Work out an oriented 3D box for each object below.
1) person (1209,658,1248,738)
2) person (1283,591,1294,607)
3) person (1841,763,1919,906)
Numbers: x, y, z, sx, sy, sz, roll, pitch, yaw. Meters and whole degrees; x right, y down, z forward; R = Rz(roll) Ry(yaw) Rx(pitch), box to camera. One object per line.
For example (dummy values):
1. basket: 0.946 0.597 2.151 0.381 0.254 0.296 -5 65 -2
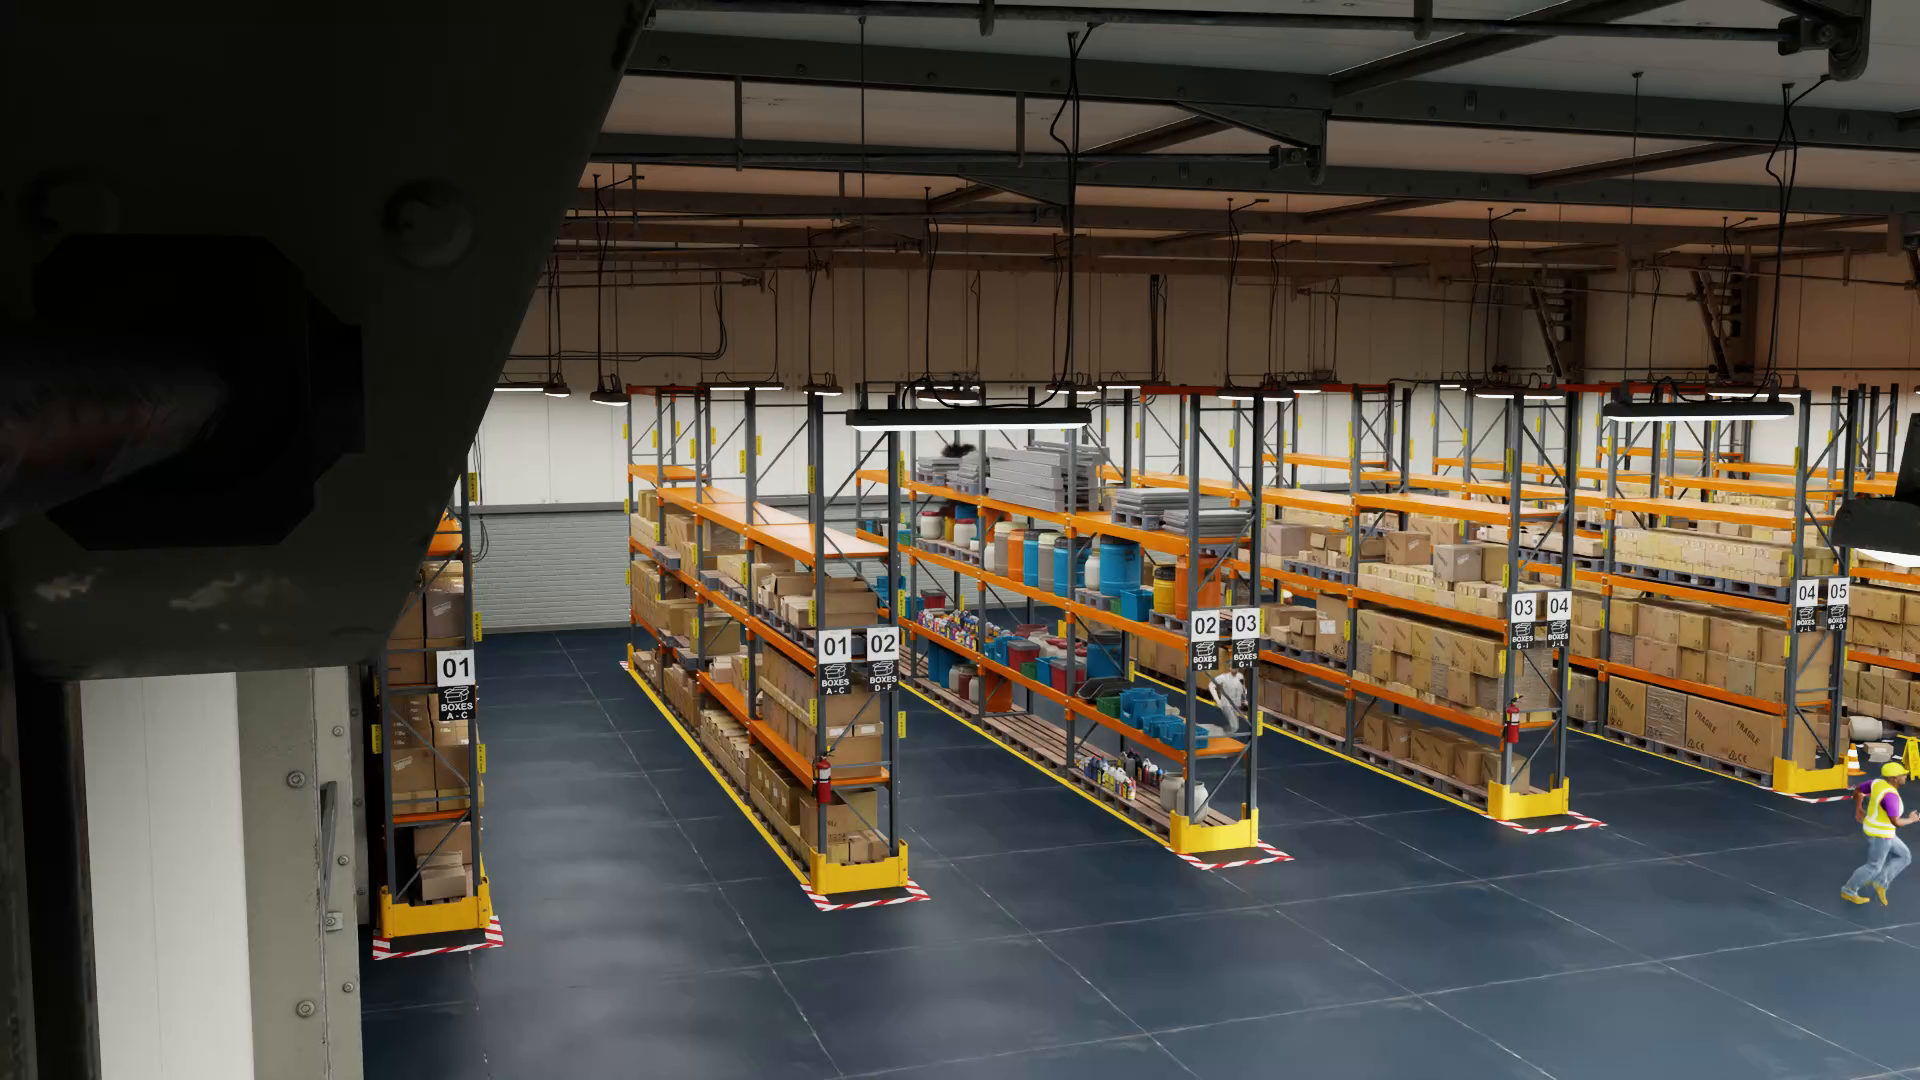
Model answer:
1. person: 4.402 2.707 27.002 0.607 1.646 0.663 -3 7 -29
2. person: 6.717 1.909 34.747 0.683 1.737 0.706 -2 6 -22
3. person: 10.807 3.445 19.476 0.790 1.726 0.736 2 6 19
